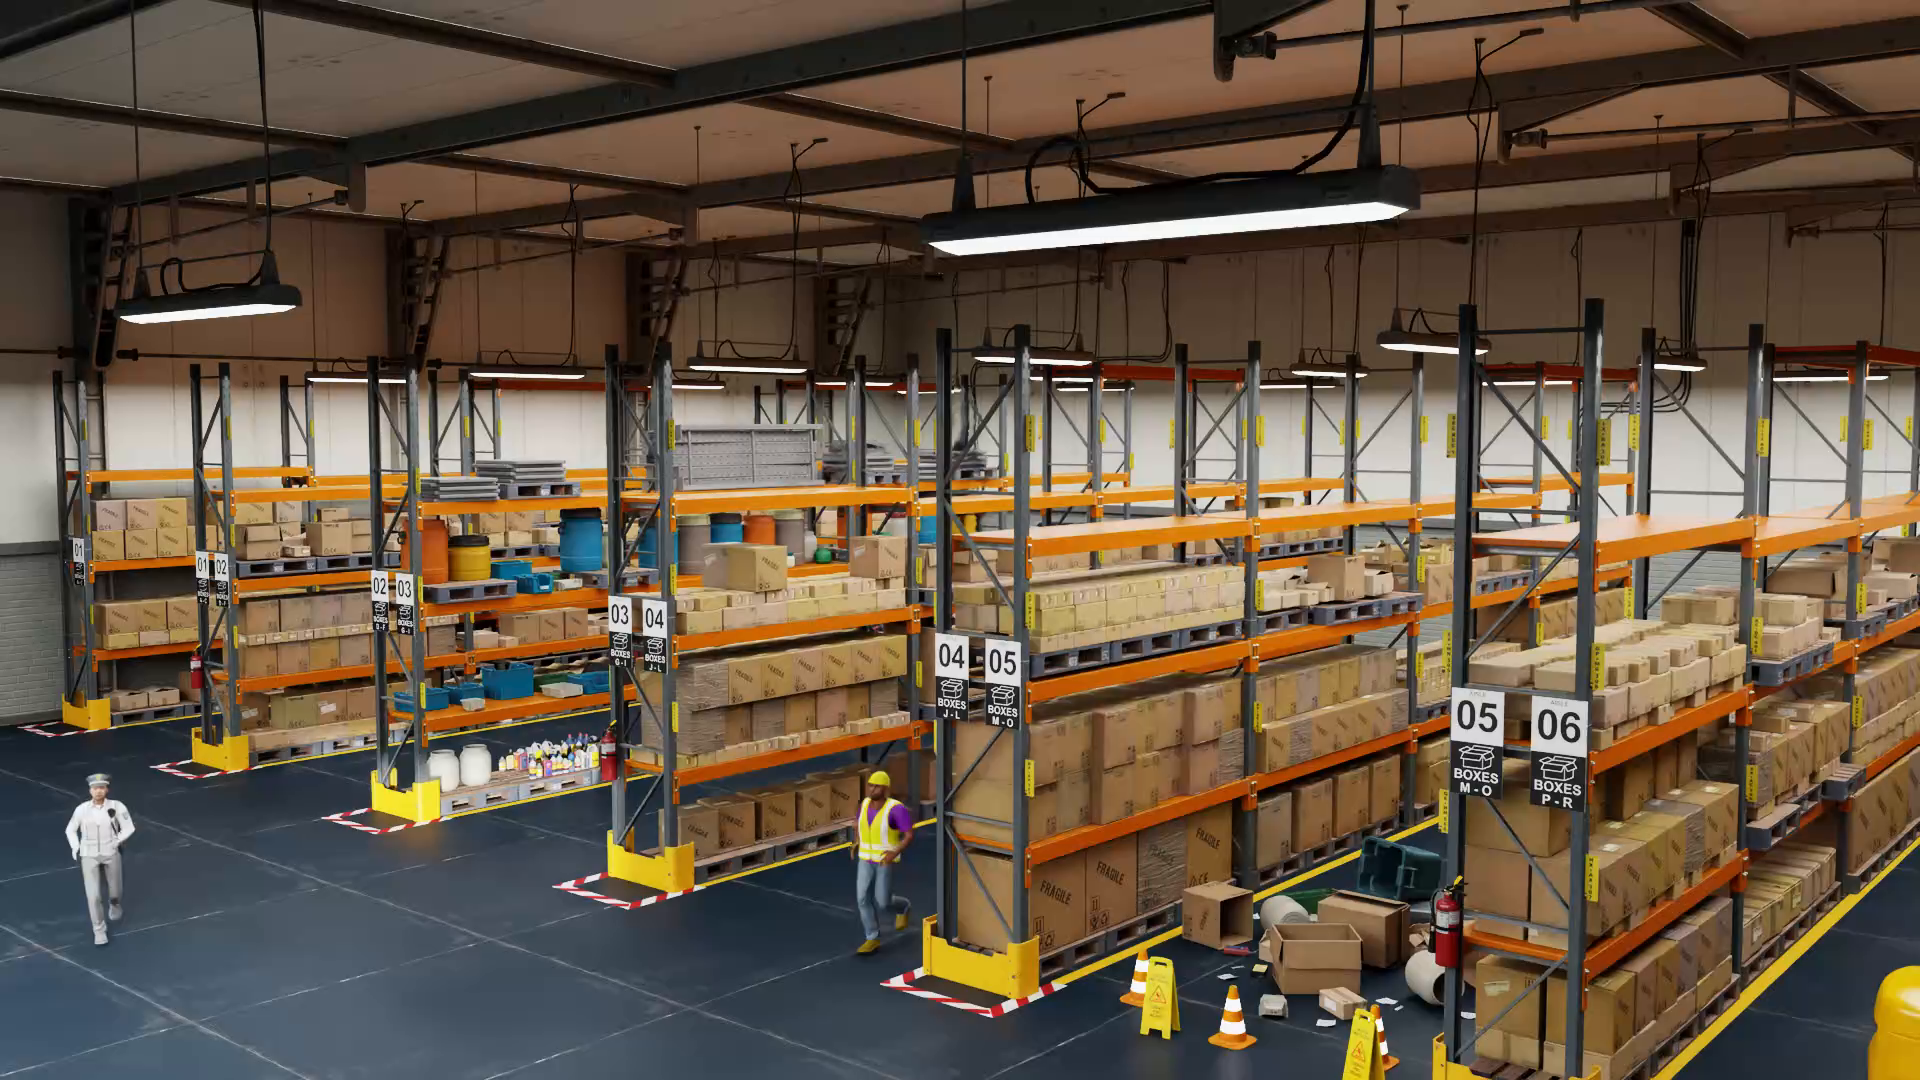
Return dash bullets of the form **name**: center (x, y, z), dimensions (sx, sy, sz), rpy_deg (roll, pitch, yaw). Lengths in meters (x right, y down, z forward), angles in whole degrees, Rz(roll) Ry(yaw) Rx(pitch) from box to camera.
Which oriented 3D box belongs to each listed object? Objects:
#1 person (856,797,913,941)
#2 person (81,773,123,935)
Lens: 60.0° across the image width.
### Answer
- **person**: center (-0.759, 3.218, 16.315), dimensions (0.691, 1.392, 0.650), rpy_deg (2, 5, 30)
- **person**: center (-8.560, 3.106, 16.603), dimensions (0.371, 1.597, 0.597), rpy_deg (-2, 5, -24)
